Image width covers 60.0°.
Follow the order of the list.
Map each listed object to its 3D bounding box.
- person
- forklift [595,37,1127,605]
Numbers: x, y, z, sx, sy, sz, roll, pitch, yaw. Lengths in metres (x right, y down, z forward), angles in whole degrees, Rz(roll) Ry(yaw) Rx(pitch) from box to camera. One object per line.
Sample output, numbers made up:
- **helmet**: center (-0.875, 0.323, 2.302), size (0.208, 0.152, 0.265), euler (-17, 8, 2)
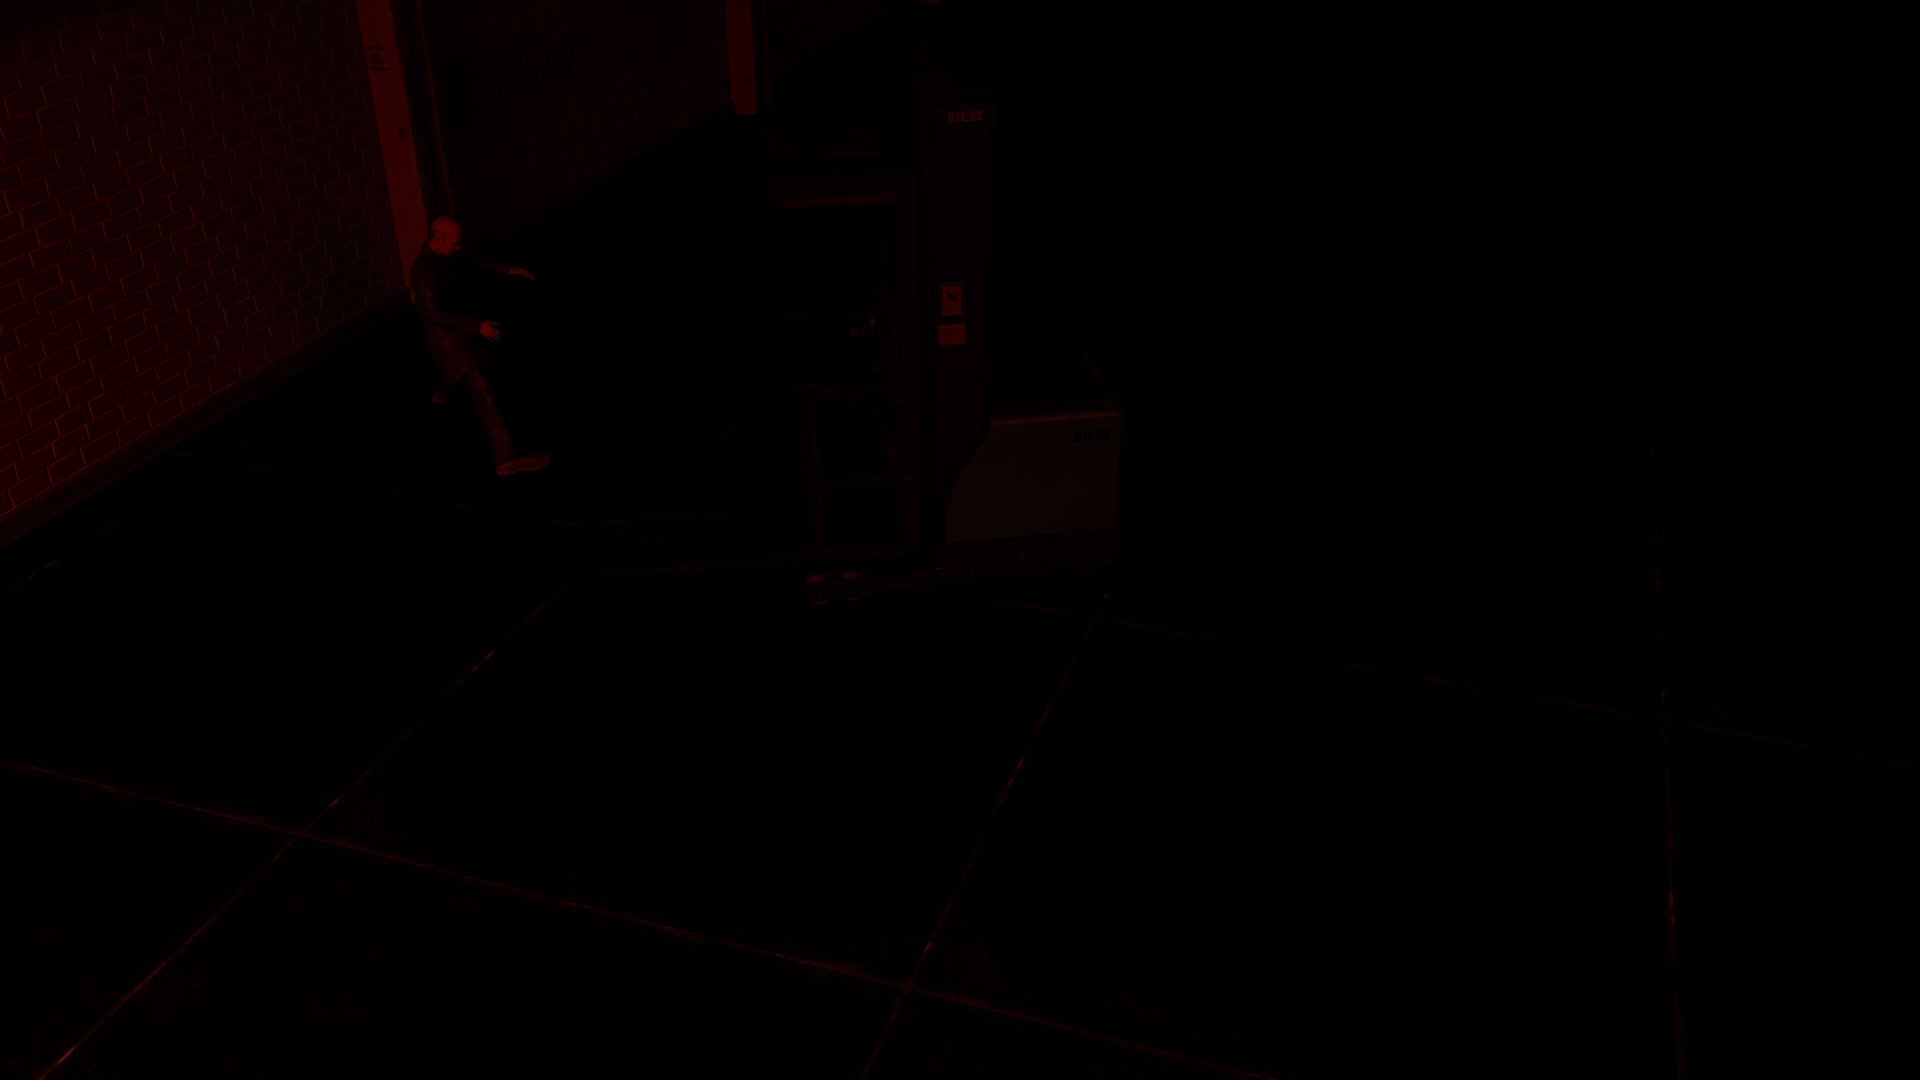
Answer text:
- **person**: center (-3.190, -1.402, 10.978), size (0.995, 1.575, 1.309), euler (-1, 30, -2)
- **forklift**: center (-0.617, -1.191, 9.225), size (3.031, 2.935, 1.130), euler (-5, 30, -9)
